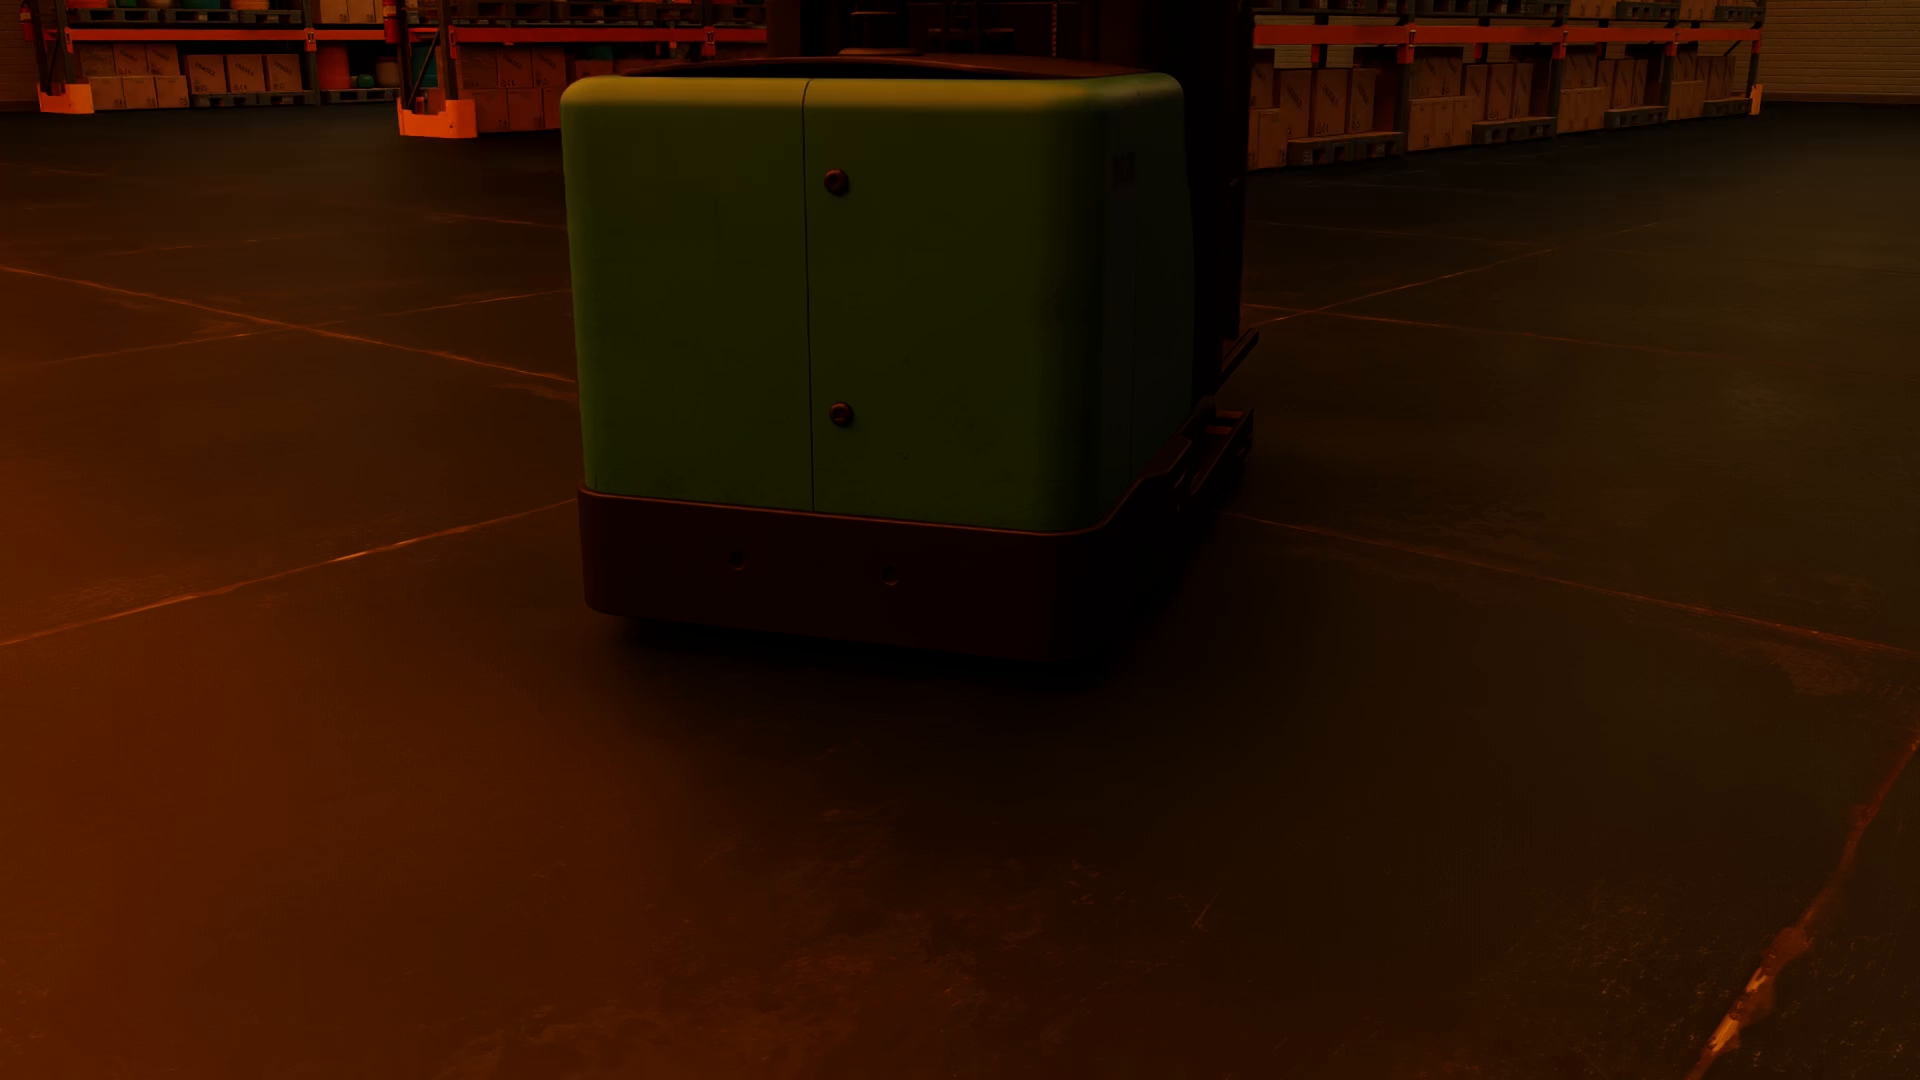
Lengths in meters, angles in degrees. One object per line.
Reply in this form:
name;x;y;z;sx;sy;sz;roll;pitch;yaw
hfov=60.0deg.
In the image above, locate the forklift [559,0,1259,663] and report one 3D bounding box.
forklift;0.182;-1.571;4.072;1.130;2.935;3.031;5;18;17
